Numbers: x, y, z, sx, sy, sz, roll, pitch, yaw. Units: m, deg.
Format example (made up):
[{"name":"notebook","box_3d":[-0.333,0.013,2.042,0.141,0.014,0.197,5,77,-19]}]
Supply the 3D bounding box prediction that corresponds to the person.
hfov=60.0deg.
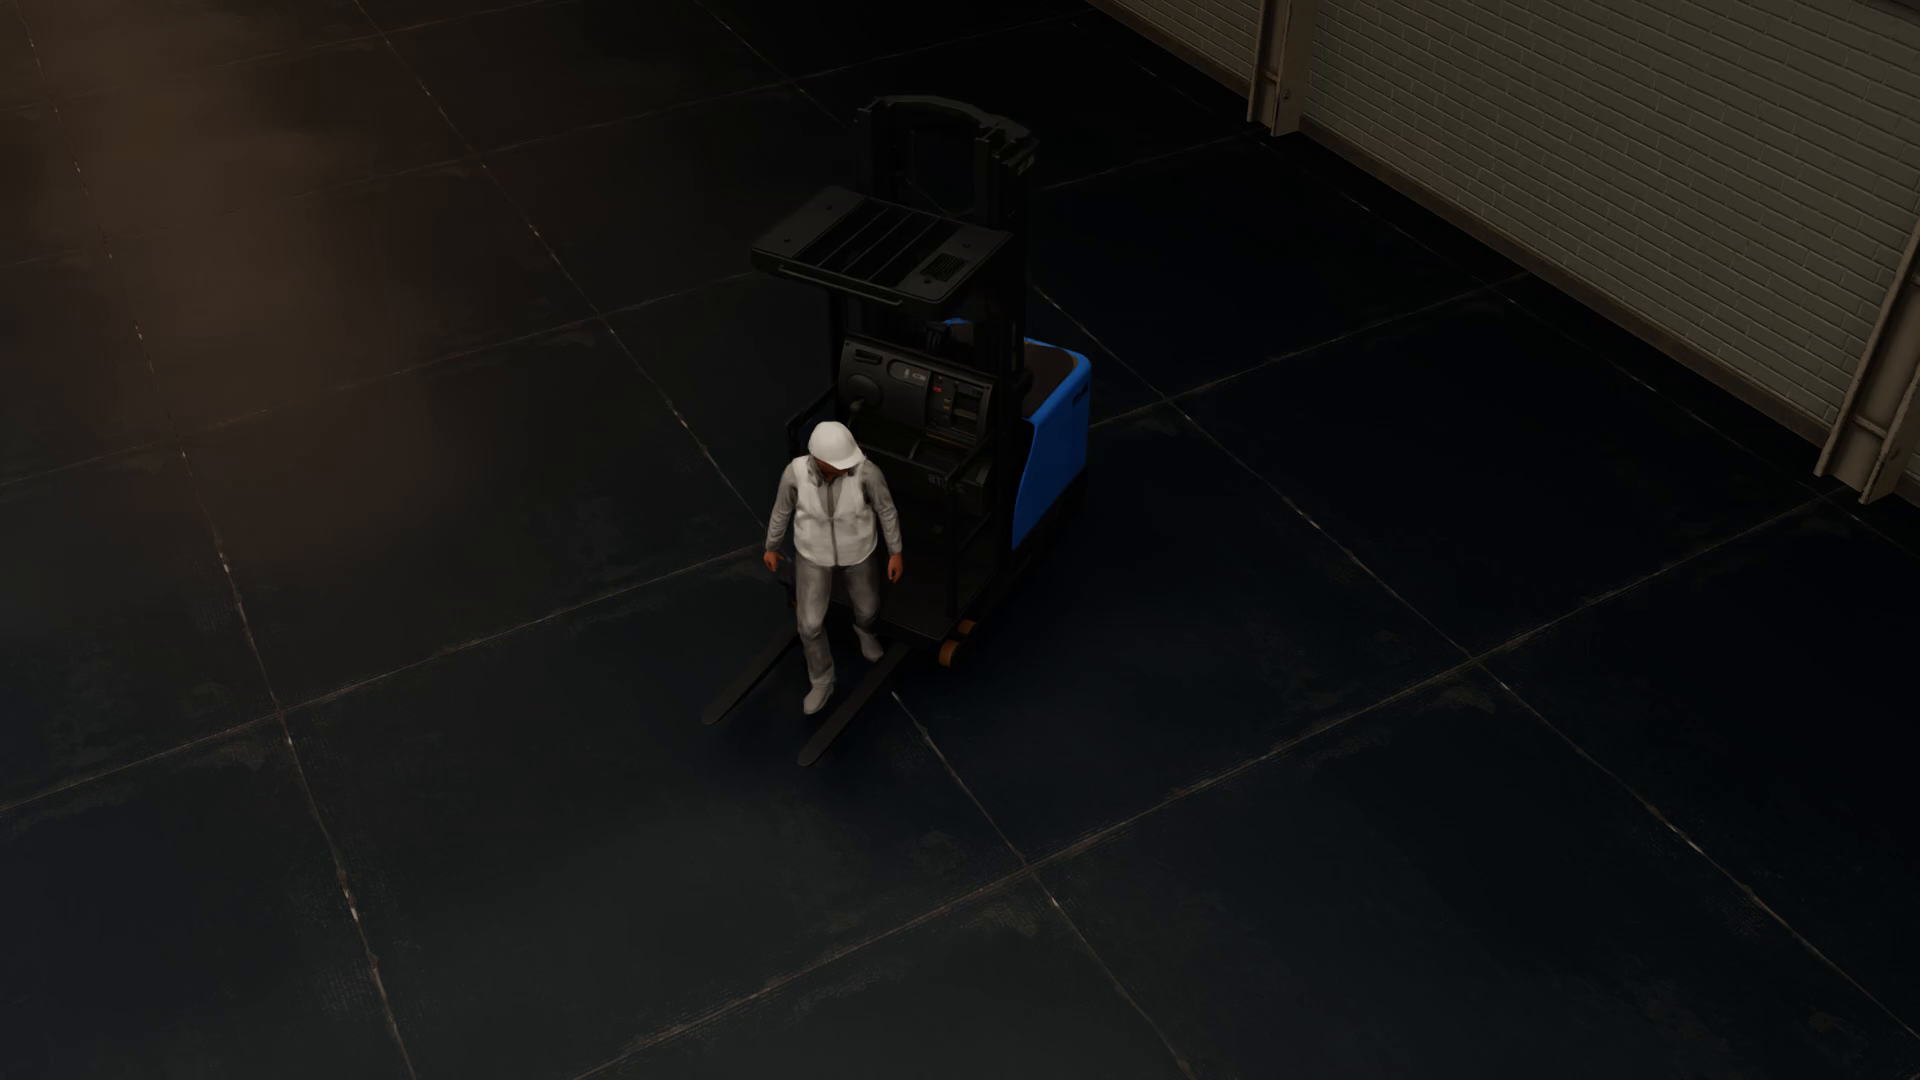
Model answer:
[{"name":"person","box_3d":[-0.673,0.097,8.805,0.740,1.730,0.746,-4,40,-5]}]

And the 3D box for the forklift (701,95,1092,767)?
[{"name":"forklift","box_3d":[-0.349,-0.733,8.920,1.130,2.935,3.031,20,44,22]}]
